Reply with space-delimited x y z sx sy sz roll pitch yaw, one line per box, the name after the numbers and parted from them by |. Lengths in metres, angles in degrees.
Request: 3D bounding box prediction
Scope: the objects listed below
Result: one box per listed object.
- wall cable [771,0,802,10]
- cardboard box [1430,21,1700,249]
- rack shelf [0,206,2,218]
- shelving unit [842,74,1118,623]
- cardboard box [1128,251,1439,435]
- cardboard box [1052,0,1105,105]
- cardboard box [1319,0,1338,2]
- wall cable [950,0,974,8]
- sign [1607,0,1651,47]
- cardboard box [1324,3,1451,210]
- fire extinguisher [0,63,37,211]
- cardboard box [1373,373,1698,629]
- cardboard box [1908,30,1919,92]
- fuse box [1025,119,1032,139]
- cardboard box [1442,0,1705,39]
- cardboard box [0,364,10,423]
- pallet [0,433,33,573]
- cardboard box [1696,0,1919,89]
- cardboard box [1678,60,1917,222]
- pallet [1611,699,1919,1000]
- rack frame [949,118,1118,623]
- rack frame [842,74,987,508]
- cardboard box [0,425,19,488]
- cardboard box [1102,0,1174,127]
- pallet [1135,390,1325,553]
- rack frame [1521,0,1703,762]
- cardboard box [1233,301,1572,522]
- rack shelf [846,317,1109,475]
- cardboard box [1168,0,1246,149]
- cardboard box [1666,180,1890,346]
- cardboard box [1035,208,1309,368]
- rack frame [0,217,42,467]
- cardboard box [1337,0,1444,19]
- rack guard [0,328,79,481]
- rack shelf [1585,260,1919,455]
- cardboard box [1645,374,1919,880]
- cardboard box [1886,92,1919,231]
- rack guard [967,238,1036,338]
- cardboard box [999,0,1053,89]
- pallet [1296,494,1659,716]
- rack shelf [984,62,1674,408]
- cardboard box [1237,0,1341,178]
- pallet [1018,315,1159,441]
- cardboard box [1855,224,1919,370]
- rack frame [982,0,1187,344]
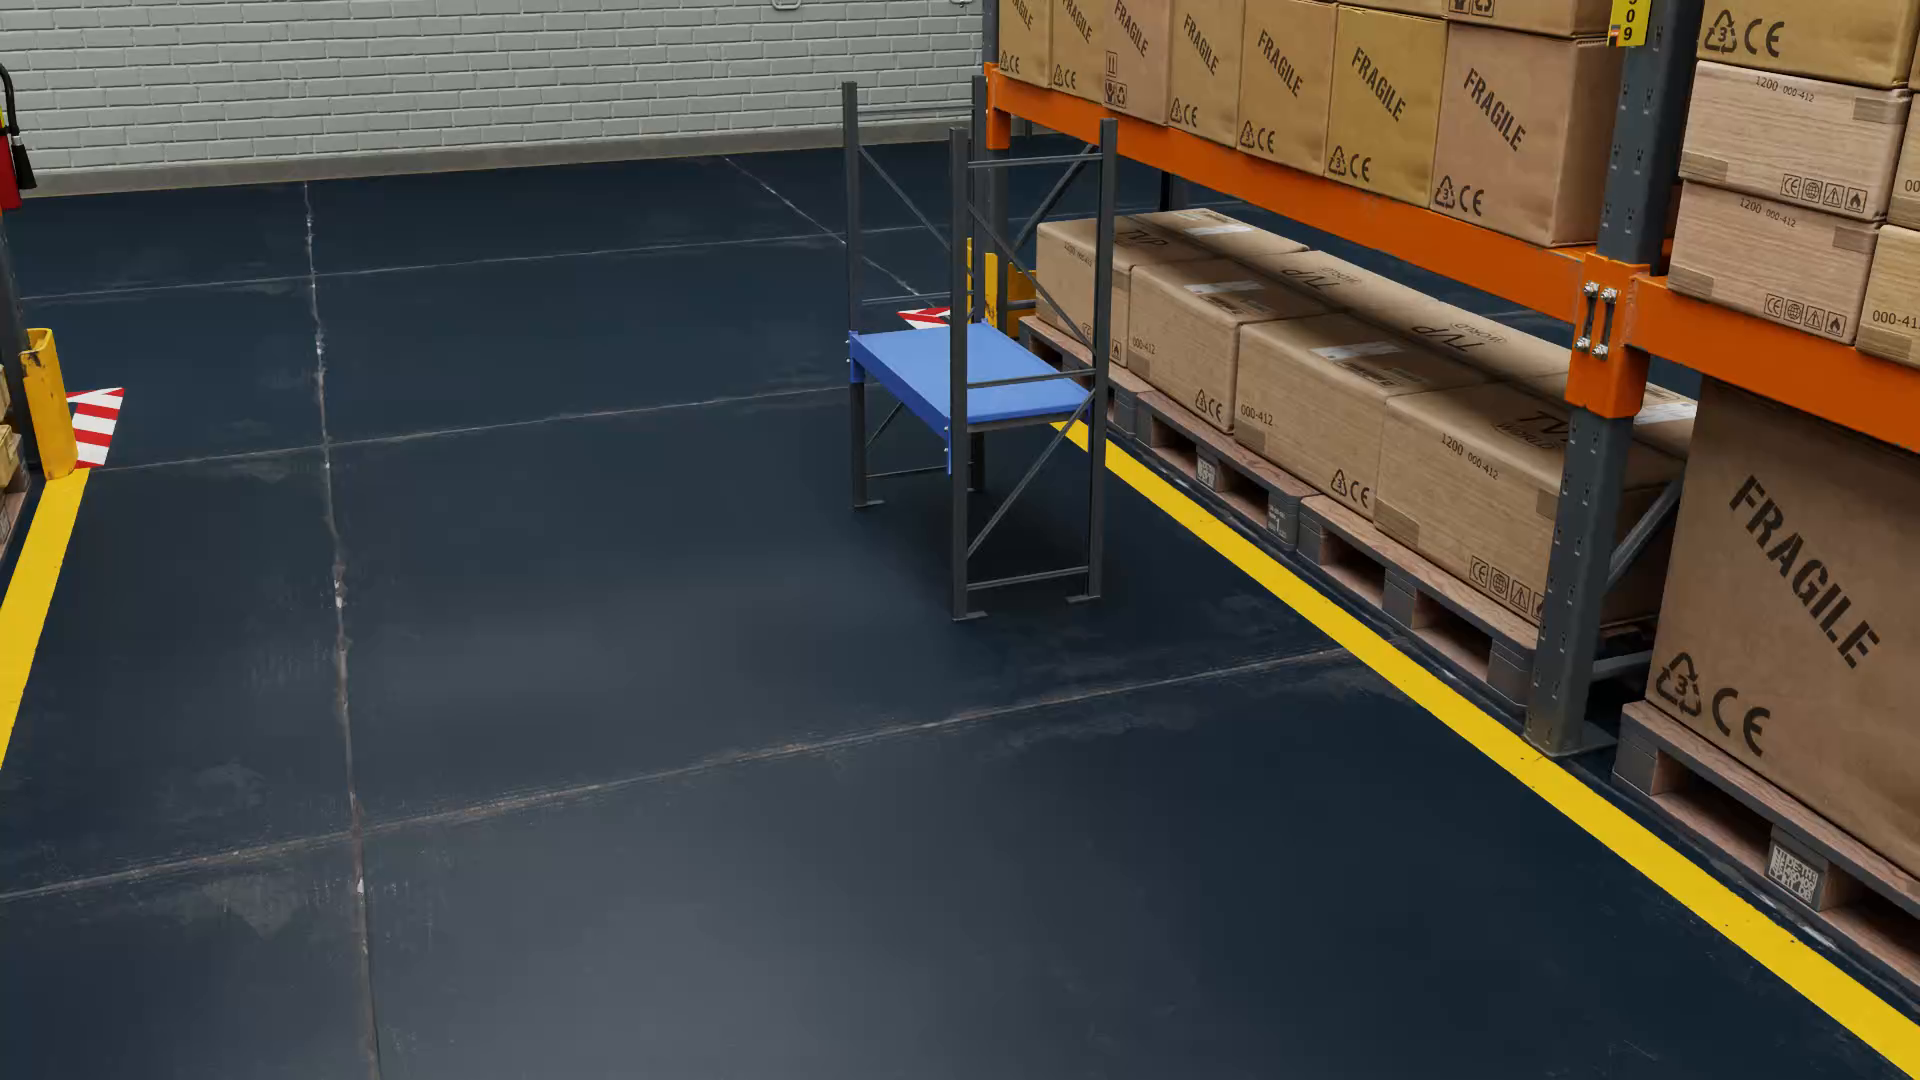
-1.428 -4.872 12.100 0.585 1.953 0.123 -8 24 -19 | wall cable
1.596 -1.070 4.299 0.500 0.500 0.500 -8 24 -19 | cardboard box
-3.303 -0.570 4.167 1.077 0.370 4.000 -8 24 -19 | rack shelf
0.030 -0.660 5.385 0.538 1.500 1.048 -8 24 -19 | shelving unit
1.244 -0.800 6.543 0.875 0.438 0.875 -8 24 -18 | cardboard box
0.692 -1.997 6.496 0.500 0.500 0.500 -9 24 -20 | cardboard box
1.214 -1.900 4.981 0.500 0.500 0.500 -8 24 -18 | cardboard box
-0.105 -5.057 12.578 0.588 1.984 0.122 -8 24 -19 | wall cable
1.480 -1.250 3.636 0.100 0.325 0.005 -8 24 -19 | sign
1.409 -1.257 4.740 0.500 0.500 0.500 -9 24 -20 | cardboard box
-3.666 -1.576 6.206 0.296 0.674 0.183 -8 24 -19 | fire extinguisher
1.878 -0.147 4.994 0.875 0.438 0.875 -9 24 -20 | cardboard box
2.091 -1.017 2.885 0.500 0.500 0.500 -8 24 -19 | cardboard box
0.589 -4.031 13.111 0.539 1.711 0.414 -8 24 -19 | fuse box
1.574 -1.531 4.105 0.500 0.500 0.500 -9 24 -19 | cardboard box
-3.556 -0.493 5.804 0.380 0.149 0.250 -9 24 -20 | cardboard box
-3.728 -0.016 5.515 1.003 0.211 1.213 -8 24 -19 | pallet
1.886 -1.198 3.315 0.500 0.500 0.500 -8 24 -18 | cardboard box
1.891 -0.854 3.462 0.500 0.250 0.500 -9 24 -21 | cardboard box
2.342 0.664 3.902 1.003 0.211 1.213 -8 24 -19 | pallet
0.210 -0.475 4.947 0.500 1.500 0.032 -8 24 -19 | rack frame
-0.149 -0.845 5.823 0.500 1.500 0.032 -8 24 -19 | rack frame
-3.443 -0.266 5.649 0.380 0.149 0.250 -8 24 -17 | cardboard box
0.855 -1.809 6.052 0.500 0.500 0.500 -8 24 -19 | cardboard box
1.369 -0.337 6.278 1.003 0.211 1.213 -8 24 -19 | pallet
1.999 -0.891 4.001 1.000 3.000 0.127 -8 24 -19 | rack frame
1.561 -0.472 5.765 0.875 0.438 0.875 -9 25 -21 | cardboard box
0.030 -0.494 5.455 0.538 0.185 1.000 -8 24 -19 | rack shelf
1.047 -1.630 5.625 0.500 0.500 0.500 -8 24 -17 | cardboard box
1.908 -0.626 3.565 0.500 0.250 0.500 -9 24 -20 | cardboard box
0.913 -1.131 7.329 0.875 0.438 0.875 -9 25 -21 | cardboard box
-4.009 -1.628 5.751 1.000 3.000 0.127 -8 24 -19 | rack frame
1.402 -1.717 4.545 0.500 0.500 0.500 -9 24 -20 | cardboard box
-3.982 -0.449 6.171 1.175 0.500 0.348 -8 24 -19 | rack guard
2.706 0.167 2.417 1.077 0.370 4.000 -8 24 -19 | rack shelf
2.293 0.109 3.824 0.875 0.875 0.875 -8 24 -17 | cardboard box
2.101 -0.668 3.022 0.500 0.250 0.500 -8 24 -18 | cardboard box
0.578 -1.201 7.956 1.175 0.500 0.348 -8 24 -19 | rack guard
0.487 -2.176 6.923 0.500 0.500 0.500 -9 24 -19 | cardboard box
1.804 0.107 5.224 1.003 0.211 1.213 -8 24 -19 | pallet
1.293 -1.286 5.865 1.077 0.370 4.000 -8 24 -19 | rack shelf
1.218 -1.437 5.169 0.500 0.500 0.500 -9 24 -20 | cardboard box
0.942 -0.779 7.328 1.003 0.211 1.213 -8 24 -19 | pallet
2.092 -0.438 3.120 0.500 0.250 0.500 -9 24 -20 | cardboard box
0.586 -2.344 7.450 1.000 3.000 0.127 -8 24 -19 | rack frame
